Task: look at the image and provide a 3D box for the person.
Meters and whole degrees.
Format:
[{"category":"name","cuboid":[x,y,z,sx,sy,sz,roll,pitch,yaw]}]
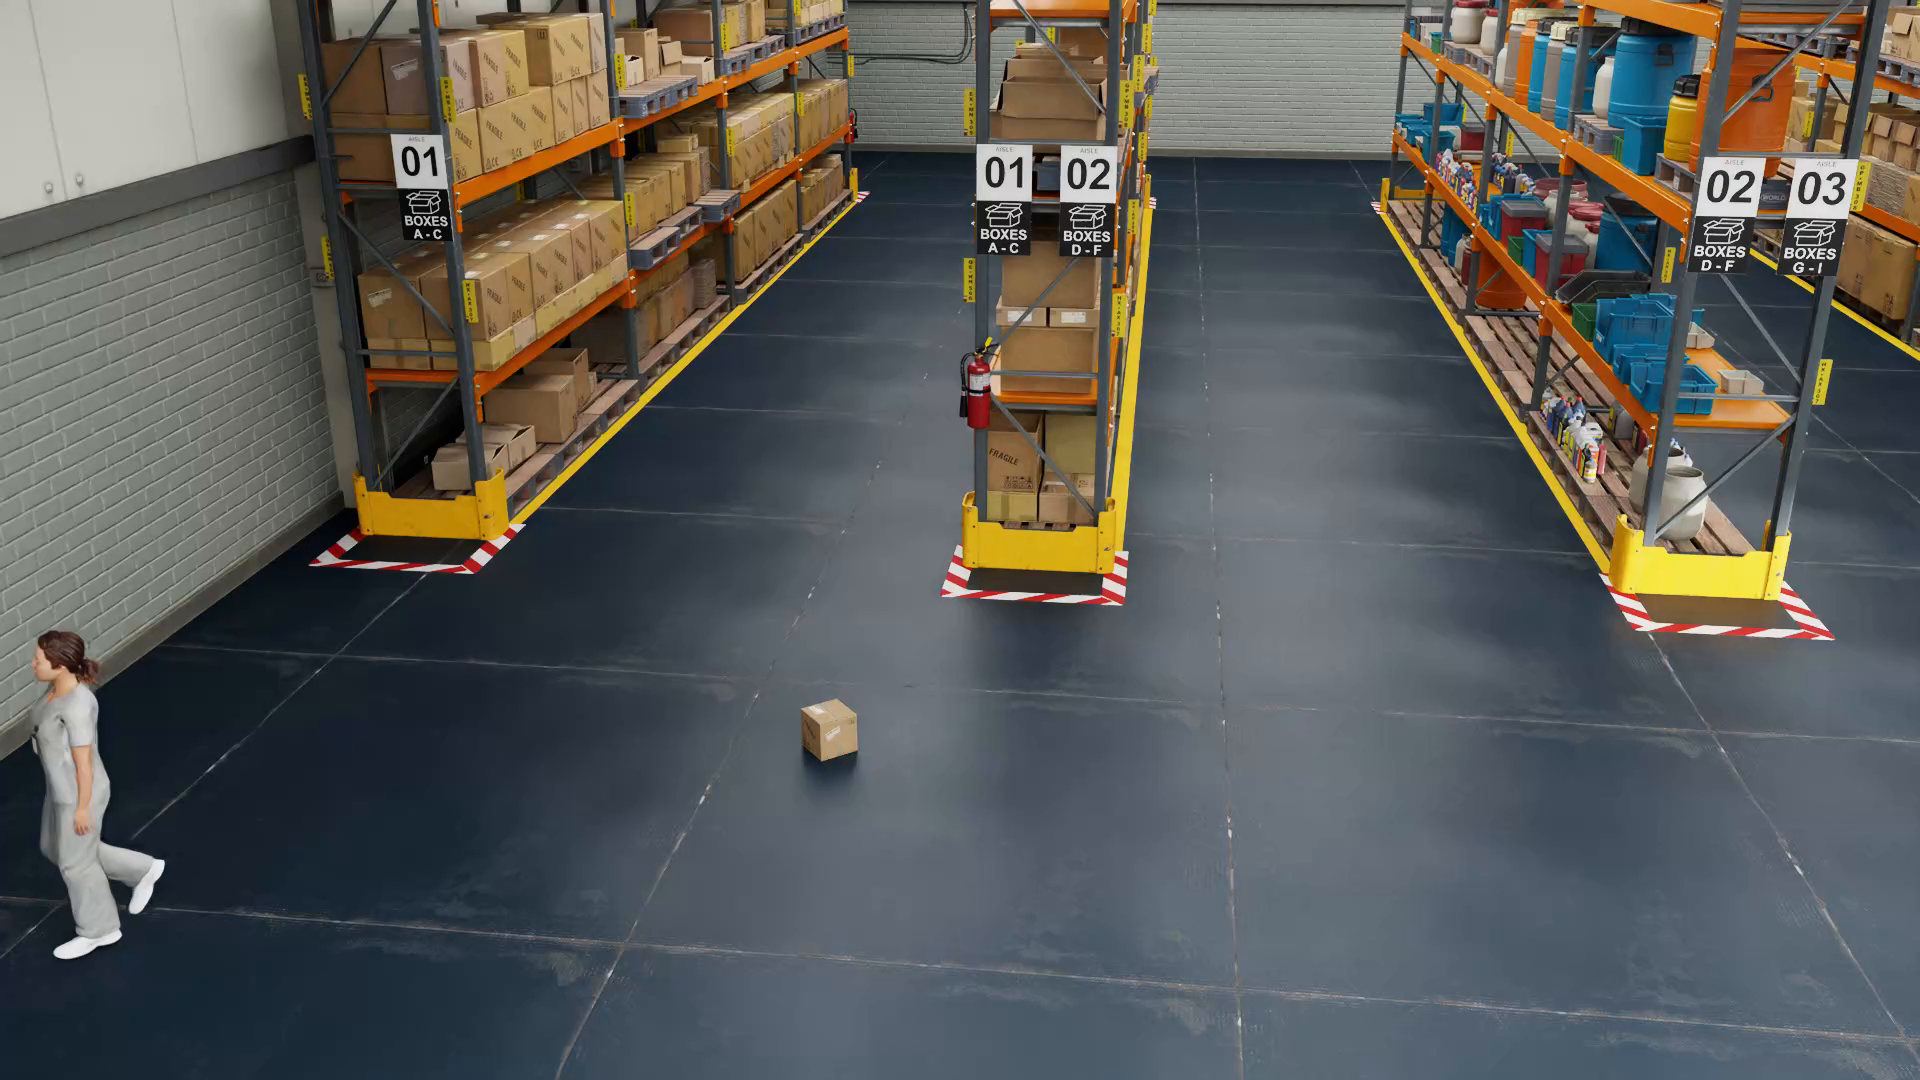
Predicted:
[{"category":"person","cuboid":[-4.193,1.192,7.967,0.573,1.661,0.444,-15,26,-34]}]
